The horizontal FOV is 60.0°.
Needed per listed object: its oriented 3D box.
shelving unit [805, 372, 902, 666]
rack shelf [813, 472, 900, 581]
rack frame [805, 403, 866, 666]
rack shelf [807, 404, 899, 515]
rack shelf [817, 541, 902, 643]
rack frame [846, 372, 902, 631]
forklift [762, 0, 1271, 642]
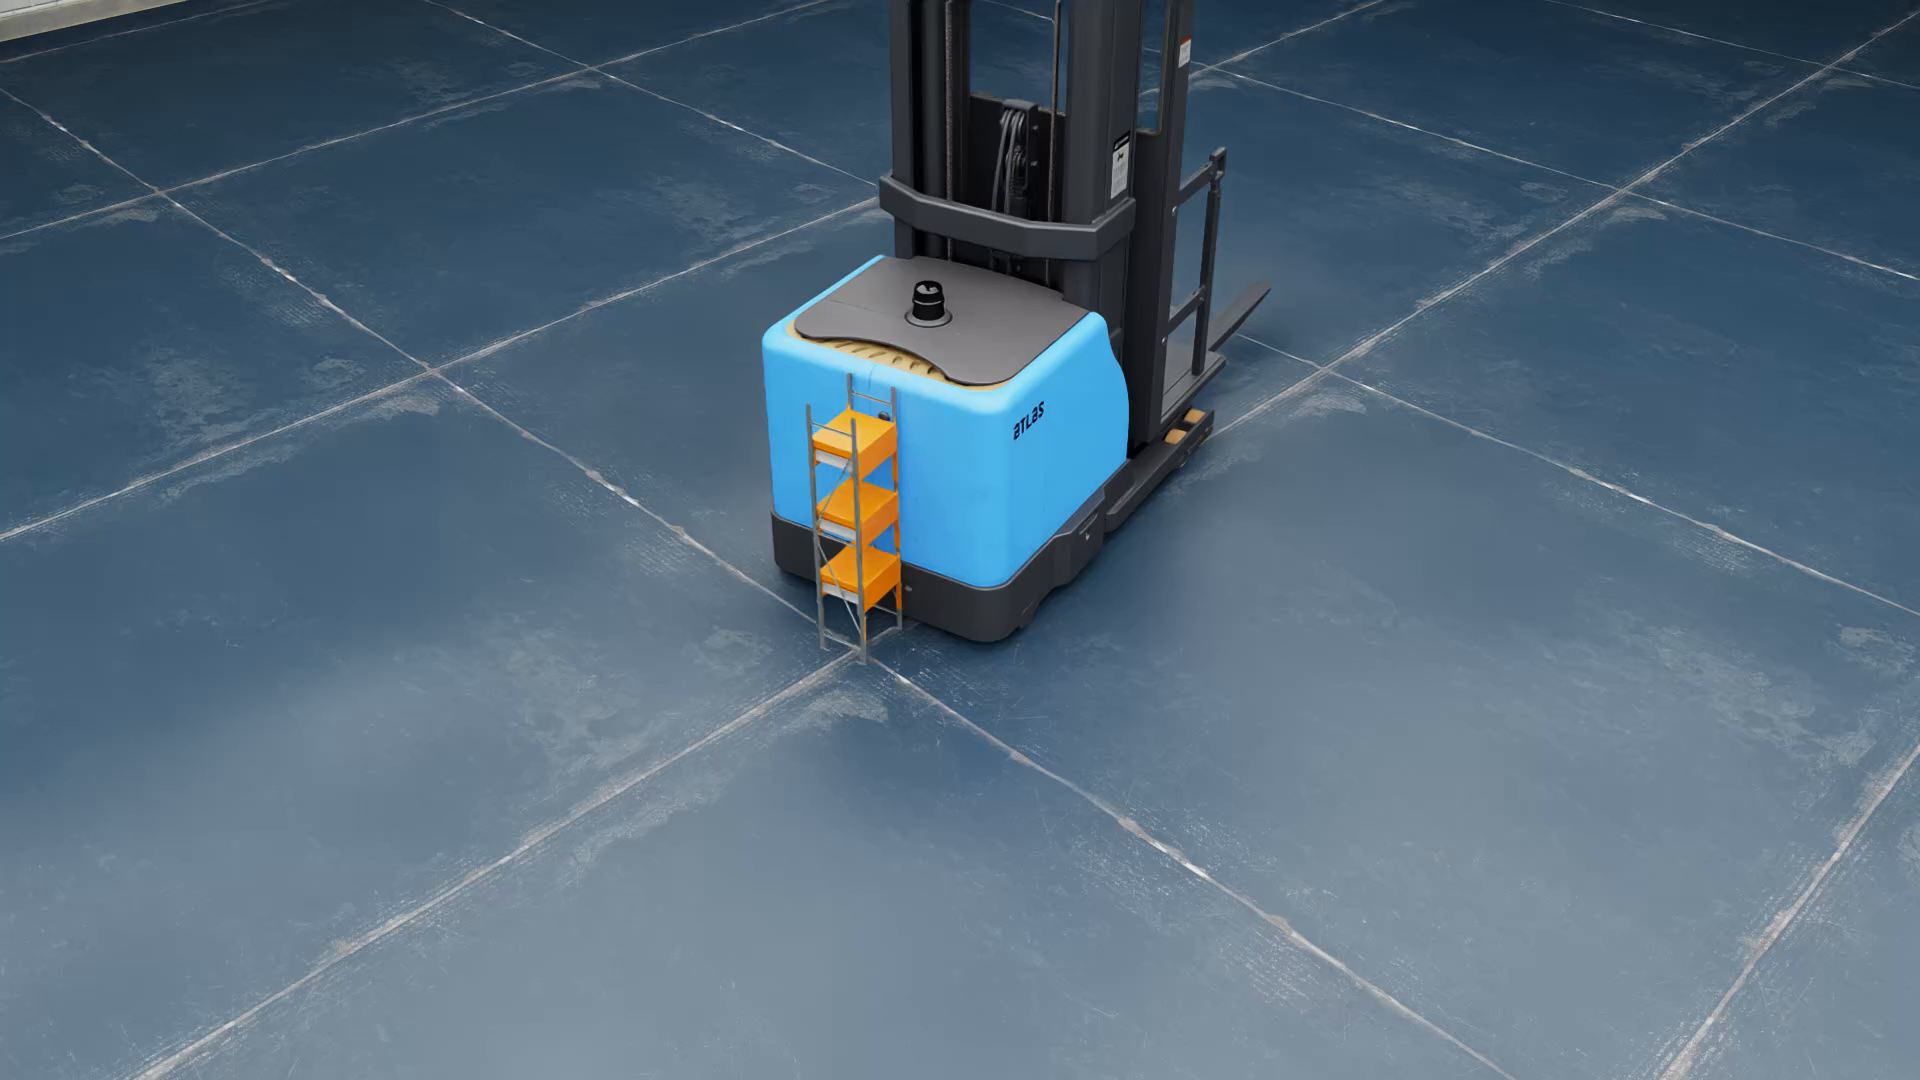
[{"bbox_3d":[-0.368,-0.058,5.916,0.215,1.050,0.252,19,39,25],"label":"shelving unit"},{"bbox_3d":[-0.368,-0.049,5.922,0.215,0.259,0.240,19,39,25],"label":"rack shelf"},{"bbox_3d":[-0.431,0.002,5.830,0.200,1.050,0.008,19,39,25],"label":"rack frame"},{"bbox_3d":[-0.368,-0.282,5.759,0.215,0.259,0.240,19,39,25],"label":"rack shelf"},{"bbox_3d":[-0.368,0.178,6.081,0.215,0.259,0.240,19,39,25],"label":"rack shelf"},{"bbox_3d":[-0.305,-0.118,6.001,0.200,1.050,0.008,19,39,25],"label":"rack frame"},{"bbox_3d":[0.463,-1.642,6.542,1.130,2.935,3.031,19,39,25],"label":"forklift"}]
